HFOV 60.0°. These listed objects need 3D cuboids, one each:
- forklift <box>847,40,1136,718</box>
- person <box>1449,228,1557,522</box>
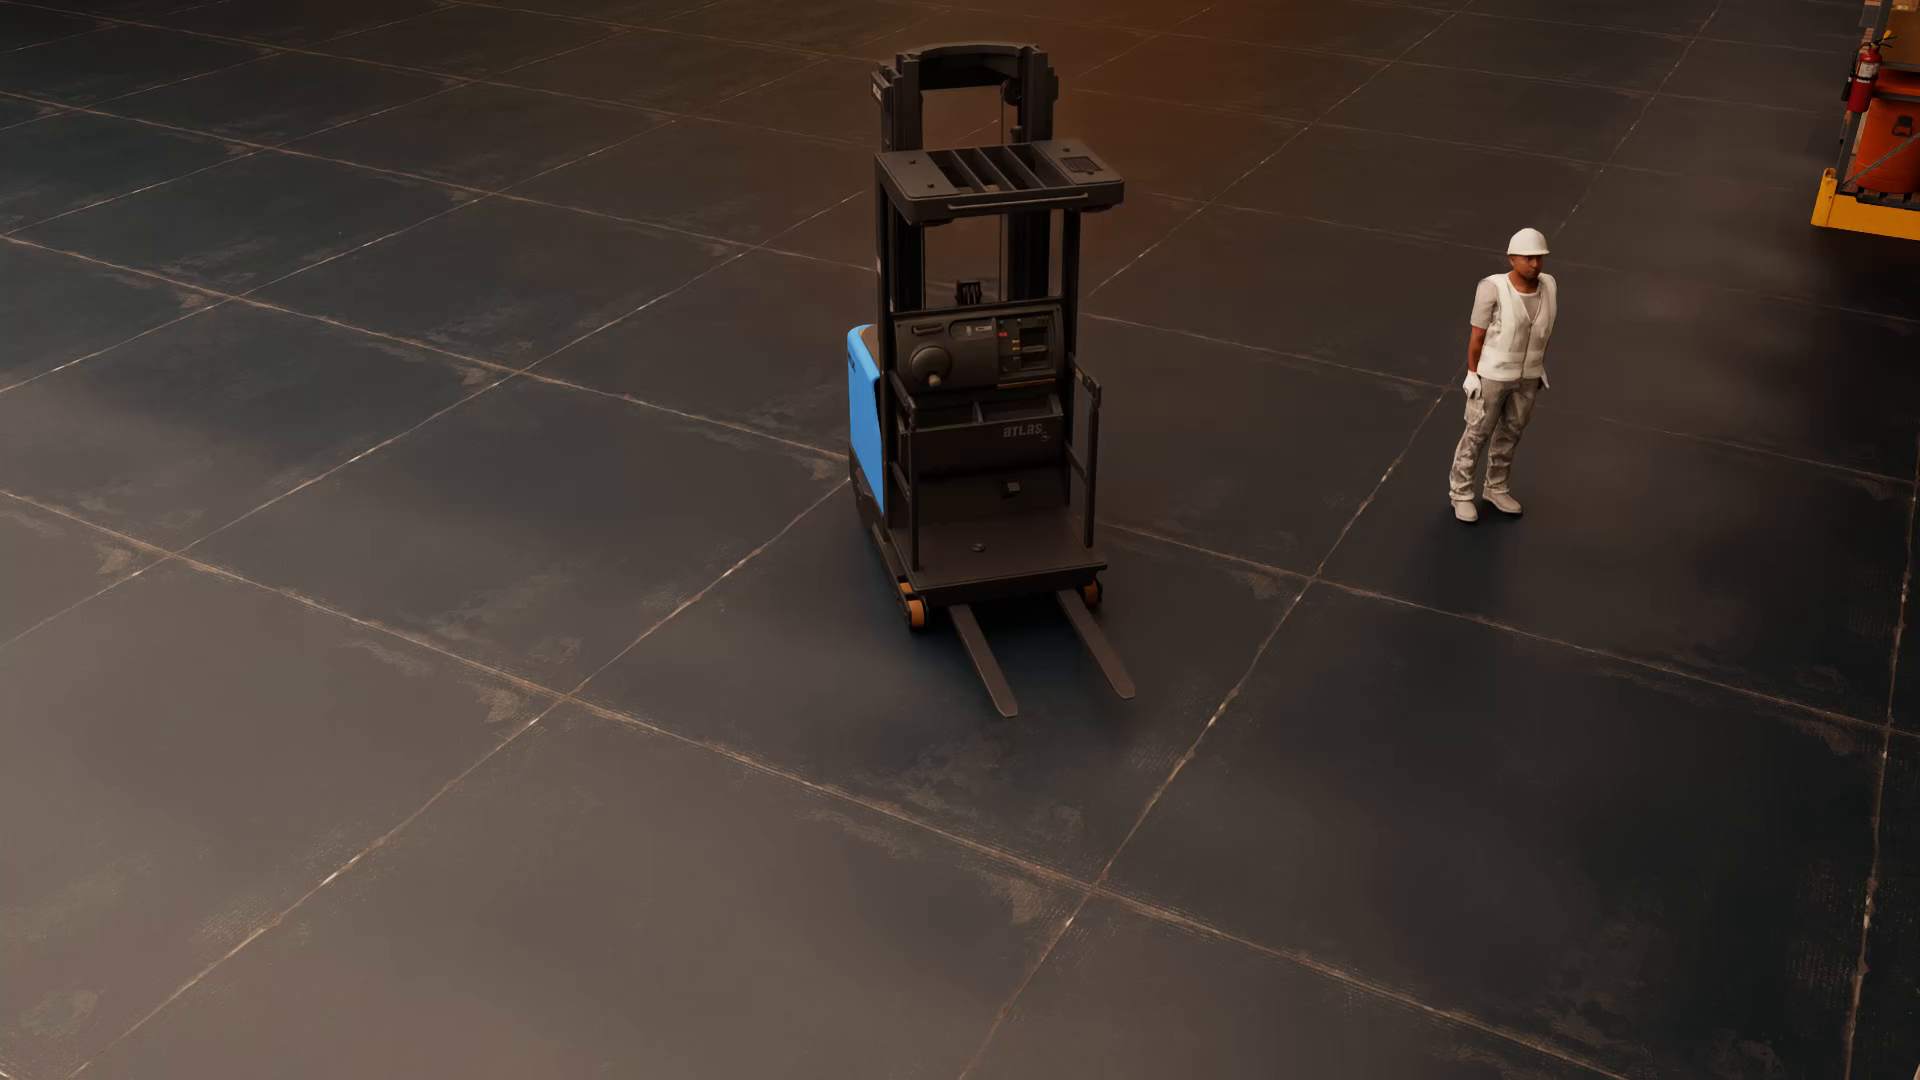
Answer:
[{"bbox_3d":[0.165,-0.991,8.787,1.130,2.935,3.031,-7,31,-13],"label":"forklift"},{"bbox_3d":[3.274,-0.983,9.920,0.536,1.790,0.386,-9,31,-15],"label":"person"}]
